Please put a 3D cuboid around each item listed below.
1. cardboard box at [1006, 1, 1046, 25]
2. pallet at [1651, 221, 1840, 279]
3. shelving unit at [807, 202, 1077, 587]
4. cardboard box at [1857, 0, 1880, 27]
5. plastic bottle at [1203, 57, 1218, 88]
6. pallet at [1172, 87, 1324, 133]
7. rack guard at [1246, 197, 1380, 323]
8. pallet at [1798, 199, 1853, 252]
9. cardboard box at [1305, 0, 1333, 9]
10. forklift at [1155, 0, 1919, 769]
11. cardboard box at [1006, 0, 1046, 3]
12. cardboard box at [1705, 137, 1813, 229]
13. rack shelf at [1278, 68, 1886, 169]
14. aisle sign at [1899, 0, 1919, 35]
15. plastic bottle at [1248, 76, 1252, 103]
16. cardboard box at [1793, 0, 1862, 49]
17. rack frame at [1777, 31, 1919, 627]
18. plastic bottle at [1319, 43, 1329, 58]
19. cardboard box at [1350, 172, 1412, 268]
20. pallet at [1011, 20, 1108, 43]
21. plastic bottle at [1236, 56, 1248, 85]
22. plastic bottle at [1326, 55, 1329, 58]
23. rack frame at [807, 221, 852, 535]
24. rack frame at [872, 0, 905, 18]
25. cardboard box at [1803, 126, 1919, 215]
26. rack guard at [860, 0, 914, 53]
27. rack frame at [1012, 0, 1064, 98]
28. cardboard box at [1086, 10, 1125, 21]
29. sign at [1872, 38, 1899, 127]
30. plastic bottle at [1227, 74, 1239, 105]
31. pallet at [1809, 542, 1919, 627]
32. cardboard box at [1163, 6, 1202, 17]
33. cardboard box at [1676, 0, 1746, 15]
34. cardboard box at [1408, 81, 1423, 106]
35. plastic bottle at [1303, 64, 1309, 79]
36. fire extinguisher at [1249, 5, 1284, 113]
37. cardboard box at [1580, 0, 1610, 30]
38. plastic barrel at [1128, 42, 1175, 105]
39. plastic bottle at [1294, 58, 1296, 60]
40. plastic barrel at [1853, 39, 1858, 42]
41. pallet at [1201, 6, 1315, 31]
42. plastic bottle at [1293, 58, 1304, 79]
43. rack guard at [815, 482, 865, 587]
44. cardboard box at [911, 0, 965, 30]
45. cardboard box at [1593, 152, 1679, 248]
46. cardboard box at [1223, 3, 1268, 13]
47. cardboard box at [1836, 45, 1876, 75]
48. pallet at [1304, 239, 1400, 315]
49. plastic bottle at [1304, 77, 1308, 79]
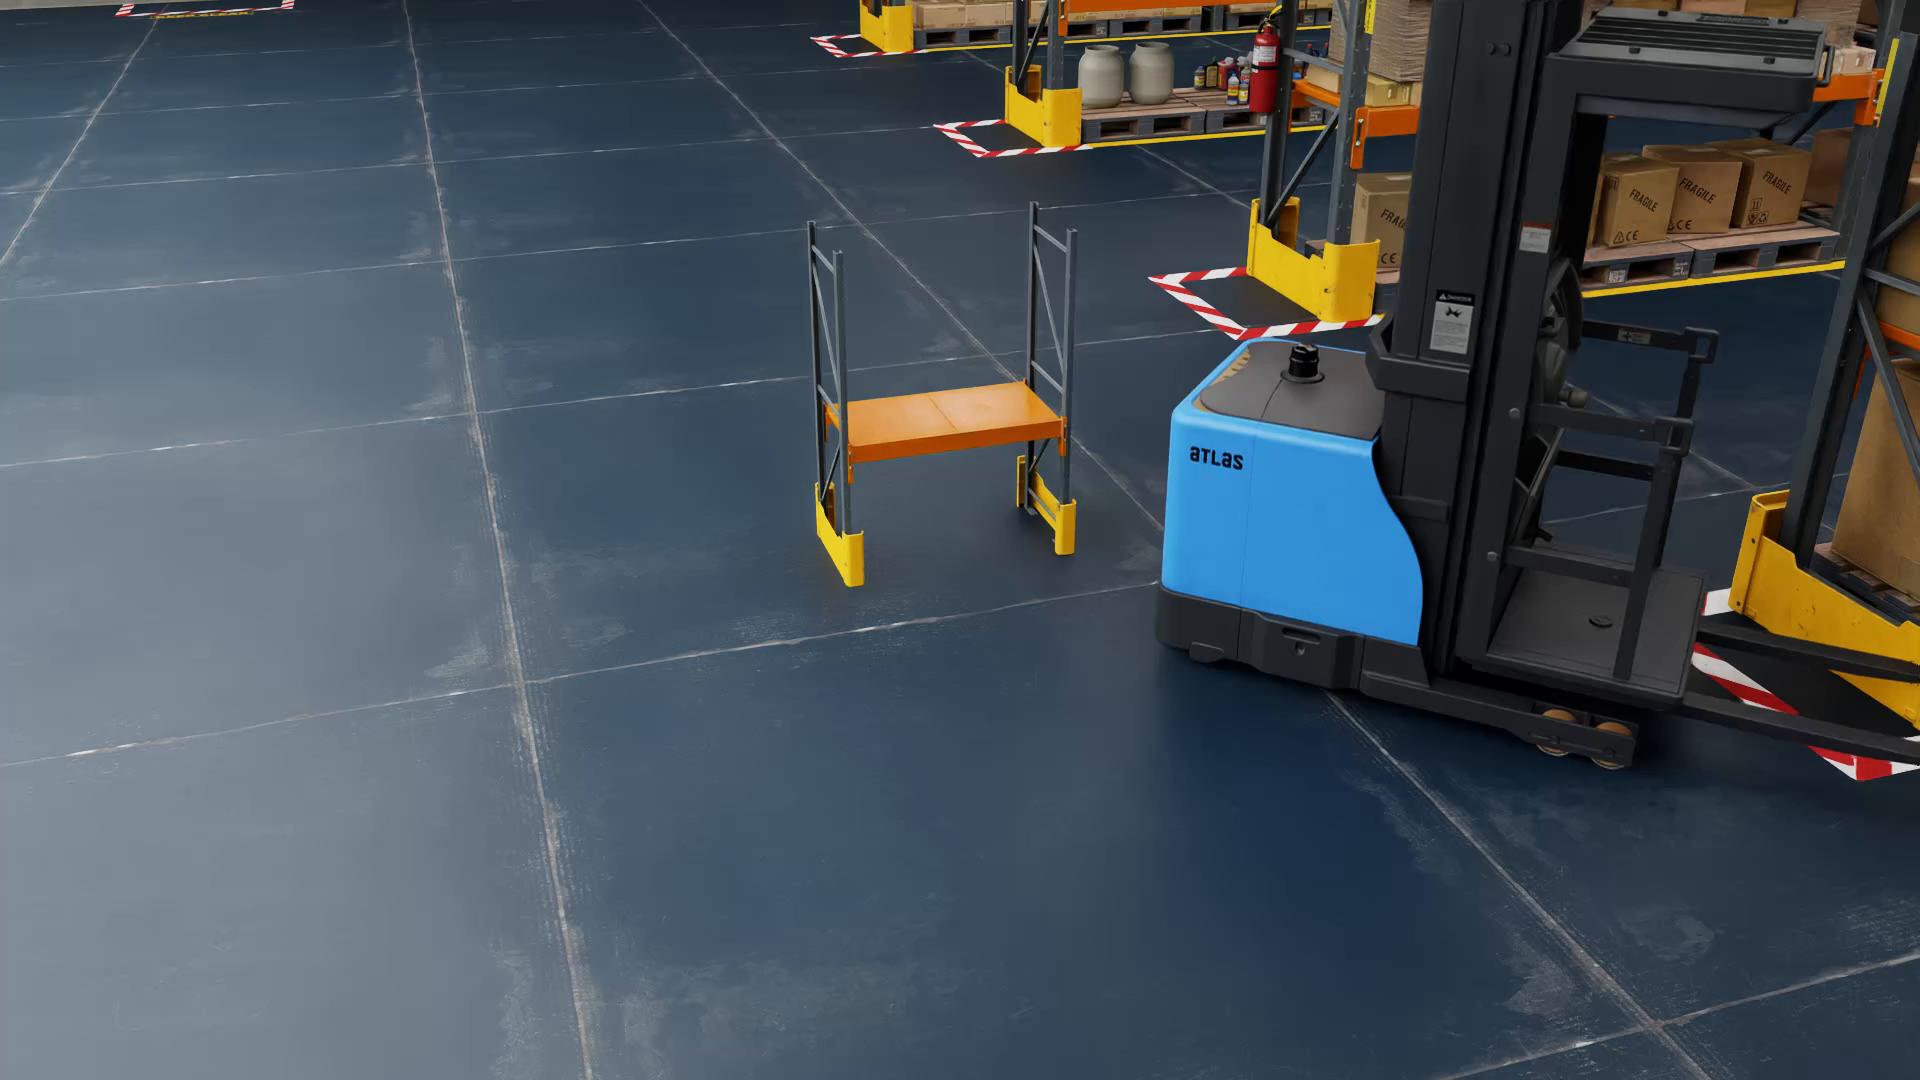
[{"bbox_3d":[0.693,-6.232,19.550,0.500,0.250,0.500,-8,28,-16],"label":"cardboard box"},{"bbox_3d":[5.404,-2.162,11.868,1.213,0.211,1.003,-8,28,-16],"label":"pallet"},{"bbox_3d":[-0.072,-0.661,7.395,1.083,1.500,0.587,-8,28,-16],"label":"shelving unit"},{"bbox_3d":[6.831,-4.026,11.339,1.000,1.000,1.000,-8,28,-16],"label":"cardboard box"},{"bbox_3d":[2.411,-4.504,16.010,0.133,0.283,0.061,-8,27,-15],"label":"plastic bottle"},{"bbox_3d":[2.685,-4.119,15.810,1.213,0.211,1.003,-8,28,-16],"label":"pallet"},{"bbox_3d":[2.301,-1.859,10.932,0.348,0.500,1.175,-8,28,-16],"label":"rack guard"},{"bbox_3d":[6.772,-2.378,12.302,1.213,0.211,1.003,-8,28,-16],"label":"pallet"},{"bbox_3d":[4.406,-6.757,20.608,0.500,0.250,0.500,-9,28,-18],"label":"cardboard box"},{"bbox_3d":[2.350,-0.747,5.959,3.031,2.935,1.130,13,29,24],"label":"forklift"},{"bbox_3d":[0.689,-6.573,19.393,0.500,0.500,0.500,-8,28,-16],"label":"cardboard box"},{"bbox_3d":[5.639,-2.549,11.850,0.500,0.500,0.500,-9,28,-18],"label":"cardboard box"},{"bbox_3d":[4.130,-2.921,11.070,4.000,0.370,1.077,-8,28,-16],"label":"rack shelf"},{"bbox_3d":[3.508,-2.138,5.760,0.004,0.787,0.394,-8,28,-16],"label":"aisle sign"},{"bbox_3d":[2.736,-4.184,15.364,0.133,0.283,0.061,-8,27,-15],"label":"plastic bottle"},{"bbox_3d":[5.585,-3.661,11.304,0.500,0.500,0.875,-8,28,-16],"label":"cardboard box"},{"bbox_3d":[3.668,-0.857,6.103,0.127,3.000,1.000,-8,28,-16],"label":"rack frame"},{"bbox_3d":[3.602,-4.688,16.303,0.185,0.351,0.144,-7,27,-15],"label":"plastic bottle"},{"bbox_3d":[2.828,-2.115,10.976,0.500,0.500,0.500,-3,27,-7],"label":"cardboard box"},{"bbox_3d":[1.037,-6.197,19.996,1.213,0.211,1.003,-8,28,-16],"label":"pallet"},{"bbox_3d":[2.685,-4.520,16.049,0.135,0.276,0.152,-9,28,-18],"label":"plastic bottle"},{"bbox_3d":[3.647,-4.627,16.181,0.185,0.351,0.144,-8,28,-16],"label":"plastic bottle"},{"bbox_3d":[-0.564,-0.590,7.252,0.032,1.500,0.500,-8,28,-16],"label":"rack frame"},{"bbox_3d":[-0.836,-7.157,18.793,0.127,3.000,1.000,-8,28,-16],"label":"rack frame"},{"bbox_3d":[6.622,-2.672,12.074,0.500,0.500,0.700,-10,28,-20],"label":"cardboard box"},{"bbox_3d":[-0.858,-6.034,19.342,0.348,0.500,1.175,-8,28,-16],"label":"rack guard"},{"bbox_3d":[0.695,-5.062,14.573,0.127,3.000,1.000,-8,28,-16],"label":"rack frame"},{"bbox_3d":[1.645,-6.368,19.824,0.500,0.250,0.500,-8,28,-16],"label":"cardboard box"},{"bbox_3d":[3.514,-1.713,6.258,0.005,0.325,0.100,-8,28,-16],"label":"sign"},{"bbox_3d":[2.515,-4.155,15.319,0.097,0.271,0.097,0,26,0],"label":"plastic bottle"},{"bbox_3d":[4.405,0.249,7.011,1.213,0.211,1.003,-8,28,-16],"label":"pallet"},{"bbox_3d":[2.595,-6.508,20.106,0.500,0.250,0.500,-8,28,-16],"label":"cardboard box"},{"bbox_3d":[4.654,-3.495,10.971,0.500,0.500,0.875,-8,28,-16],"label":"cardboard box"},{"bbox_3d":[2.817,-2.820,10.340,0.250,0.149,0.380,-8,28,-16],"label":"cardboard box"},{"bbox_3d":[3.296,-4.336,15.671,0.133,0.283,0.061,-8,28,-16],"label":"plastic bottle"},{"bbox_3d":[1.977,-3.112,10.733,0.183,0.674,0.296,-8,28,-16],"label":"fire extinguisher"},{"bbox_3d":[3.687,-3.380,10.738,0.500,0.500,0.875,-8,28,-16],"label":"cardboard box"},{"bbox_3d":[1.773,-4.328,15.420,0.421,0.512,0.421,0,26,0],"label":"plastic barrel"},{"bbox_3d":[3.253,-4.626,16.256,0.133,0.283,0.061,-7,27,-14],"label":"plastic bottle"},{"bbox_3d":[9.835,-5.502,17.698,0.708,0.588,0.600,-8,28,-16],"label":"plastic barrel"},{"bbox_3d":[3.656,-6.577,20.760,1.213,0.211,1.003,-8,28,-16],"label":"pallet"},{"bbox_3d":[3.294,-4.590,16.196,0.097,0.271,0.097,0,26,0],"label":"plastic bottle"},{"bbox_3d":[-0.546,-0.033,7.535,0.087,0.250,0.587,-8,28,-16],"label":"rack guard"},{"bbox_3d":[-0.257,-6.093,19.270,0.500,0.250,0.500,-8,28,-16],"label":"cardboard box"},{"bbox_3d":[4.531,-2.348,11.445,0.500,0.500,0.500,-11,28,-21],"label":"cardboard box"},{"bbox_3d":[3.428,-6.615,20.321,0.500,0.250,0.500,-9,28,-17],"label":"cardboard box"},{"bbox_3d":[5.919,-3.252,11.210,0.250,0.149,0.380,-8,28,-16],"label":"cardboard box"},{"bbox_3d":[3.084,-1.826,11.191,1.213,0.211,1.003,-8,28,-16],"label":"pallet"},{"bbox_3d":[3.226,-4.227,15.542,0.097,0.201,0.097,0,26,0],"label":"plastic bottle"}]
